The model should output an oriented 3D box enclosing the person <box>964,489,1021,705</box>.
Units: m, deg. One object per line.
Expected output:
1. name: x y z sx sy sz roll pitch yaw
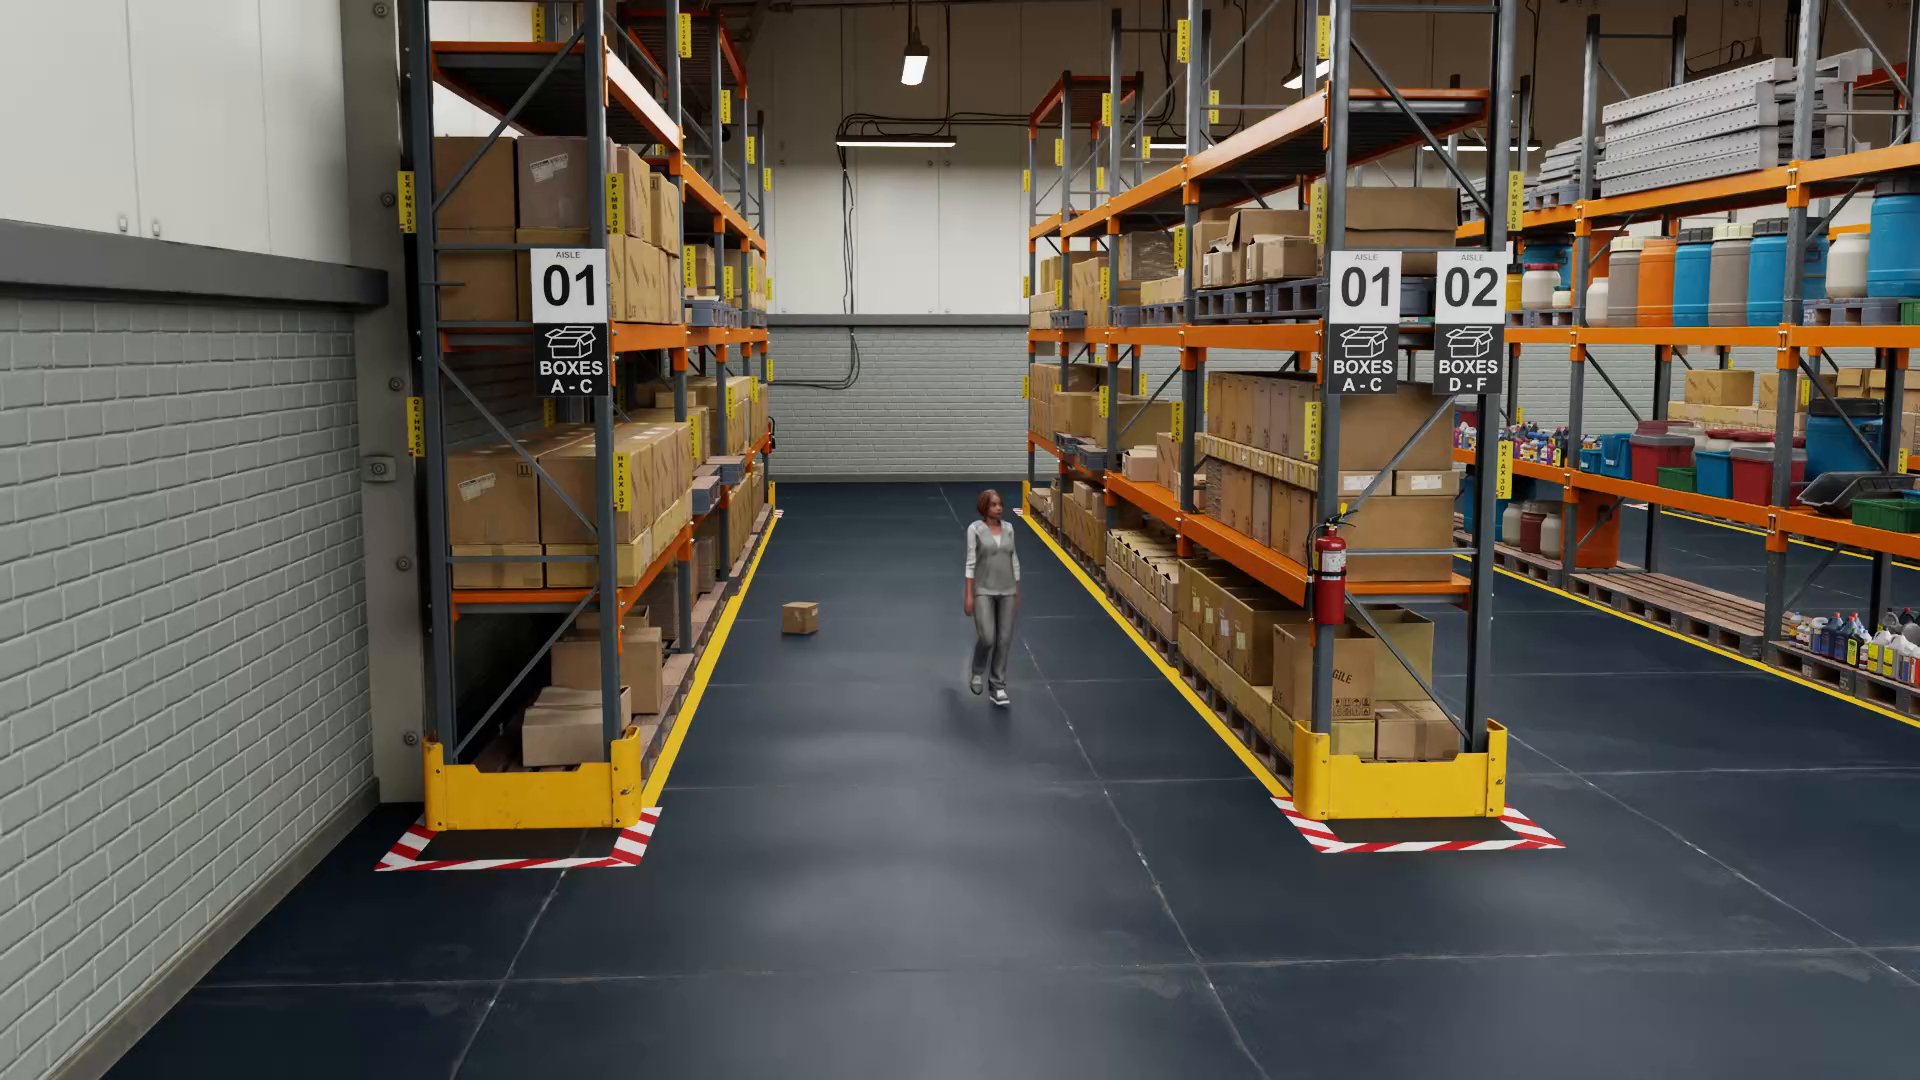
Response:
1. person: 0.249 0.417 12.249 0.435 1.590 0.446 -3 8 -20
